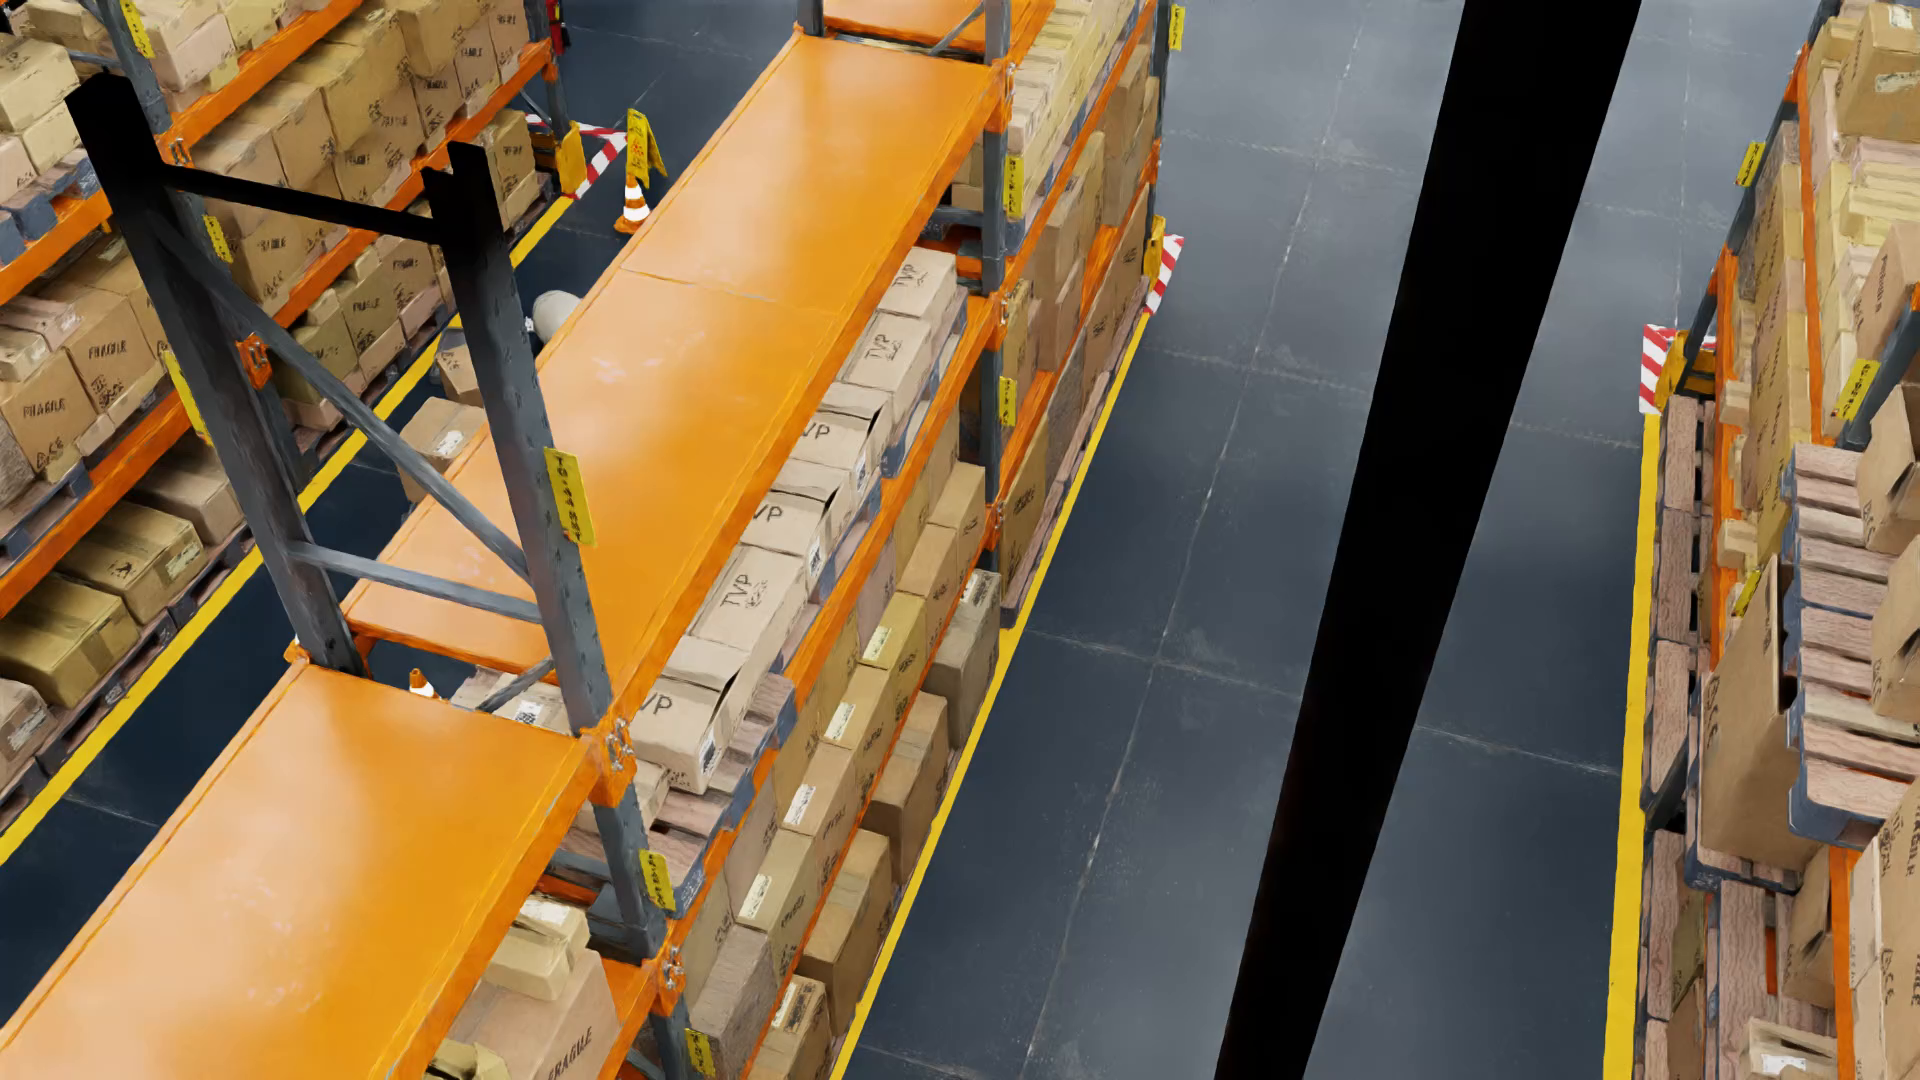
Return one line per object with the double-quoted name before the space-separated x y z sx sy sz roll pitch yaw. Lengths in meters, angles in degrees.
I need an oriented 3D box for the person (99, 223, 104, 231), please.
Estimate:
"person" -6.255 -1.907 11.777 0.578 1.724 0.499 -32 53 -27
